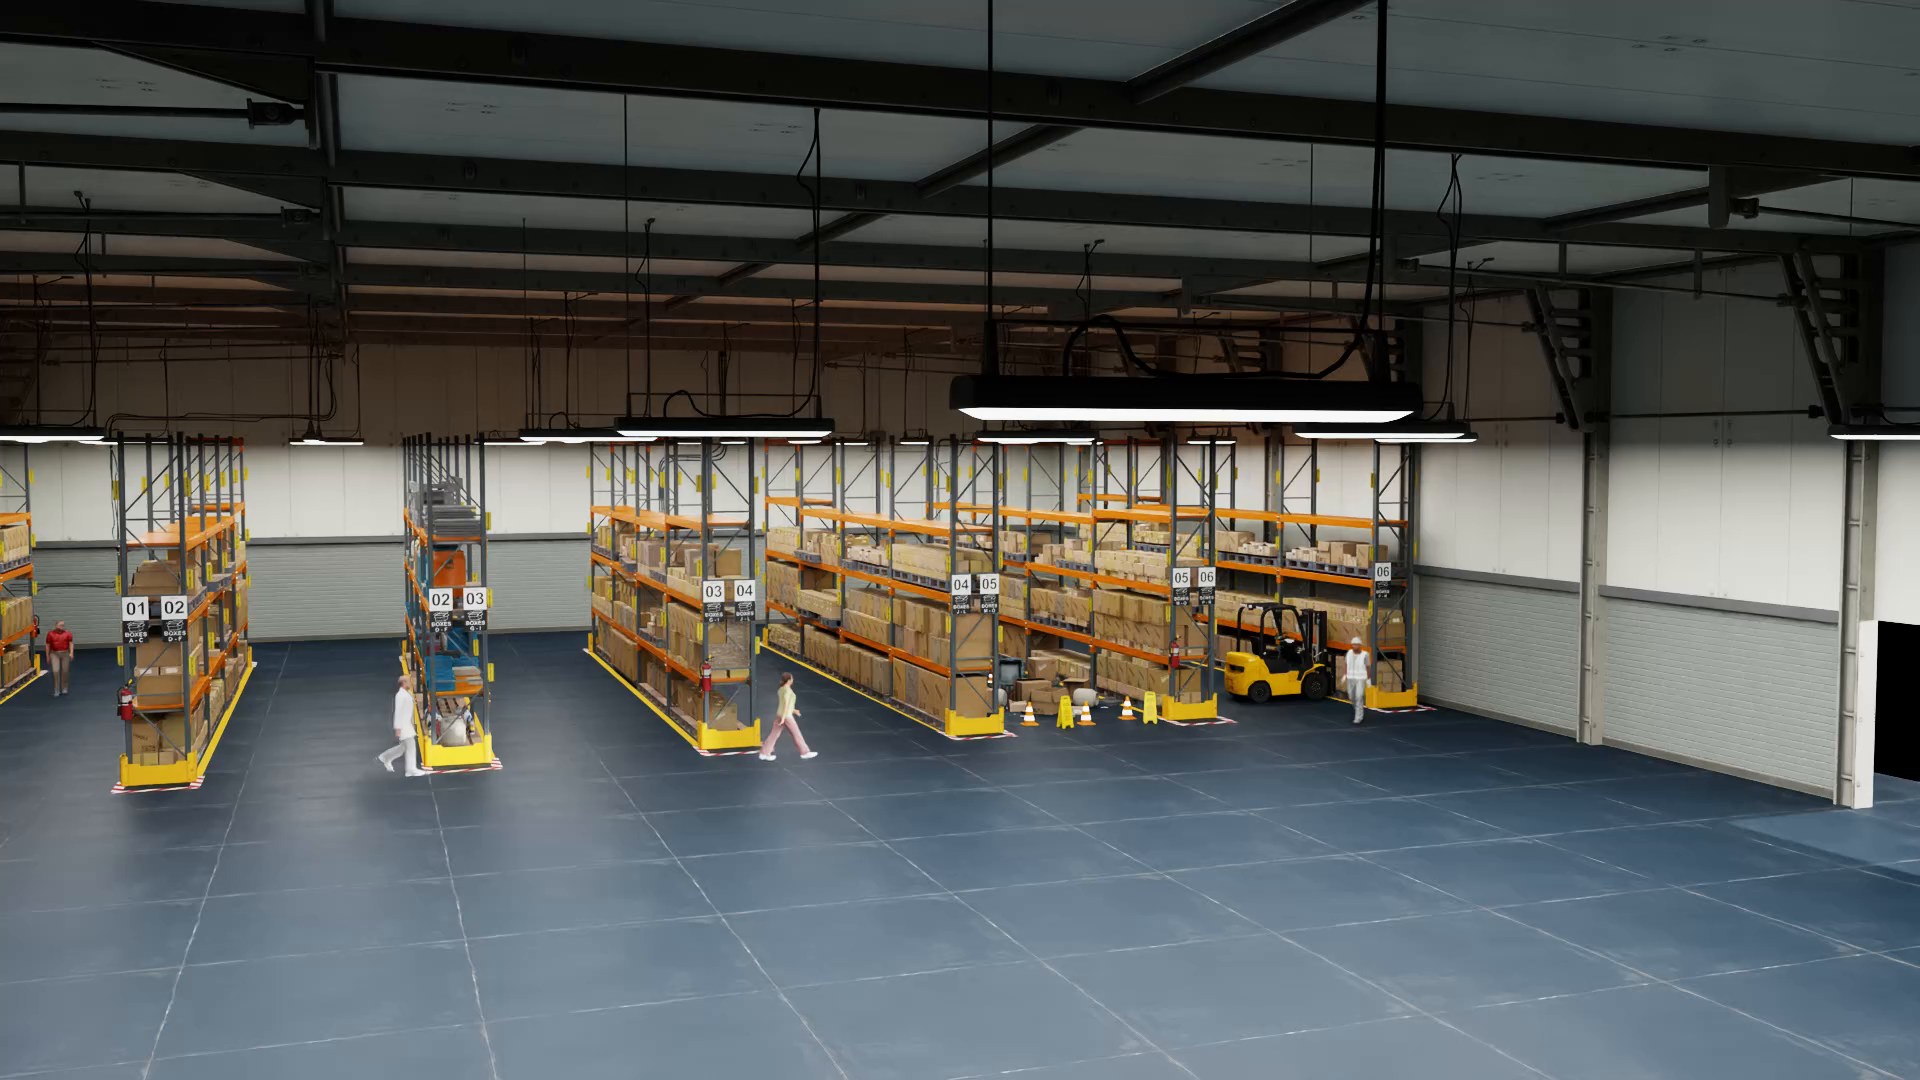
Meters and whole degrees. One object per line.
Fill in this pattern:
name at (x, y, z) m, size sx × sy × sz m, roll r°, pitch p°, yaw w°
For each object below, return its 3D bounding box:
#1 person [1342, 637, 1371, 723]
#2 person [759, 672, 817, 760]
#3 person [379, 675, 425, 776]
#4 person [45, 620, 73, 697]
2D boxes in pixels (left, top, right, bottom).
person at (8.312, 2.906, 34.773) m, size 0.545 × 1.772 × 0.826 m, roll 3°, pitch 4°, yaw 39°
person at (-3.144, 3.210, 30.378) m, size 1.089 × 1.593 × 0.499 m, roll -1°, pitch 3°, yaw -23°
person at (-9.738, 3.226, 28.945) m, size 0.916 × 1.748 × 0.571 m, roll 0°, pitch 3°, yaw 4°
person at (-20.813, 2.790, 38.521) m, size 0.558 × 1.666 × 0.672 m, roll -3°, pitch 4°, yaw -40°
